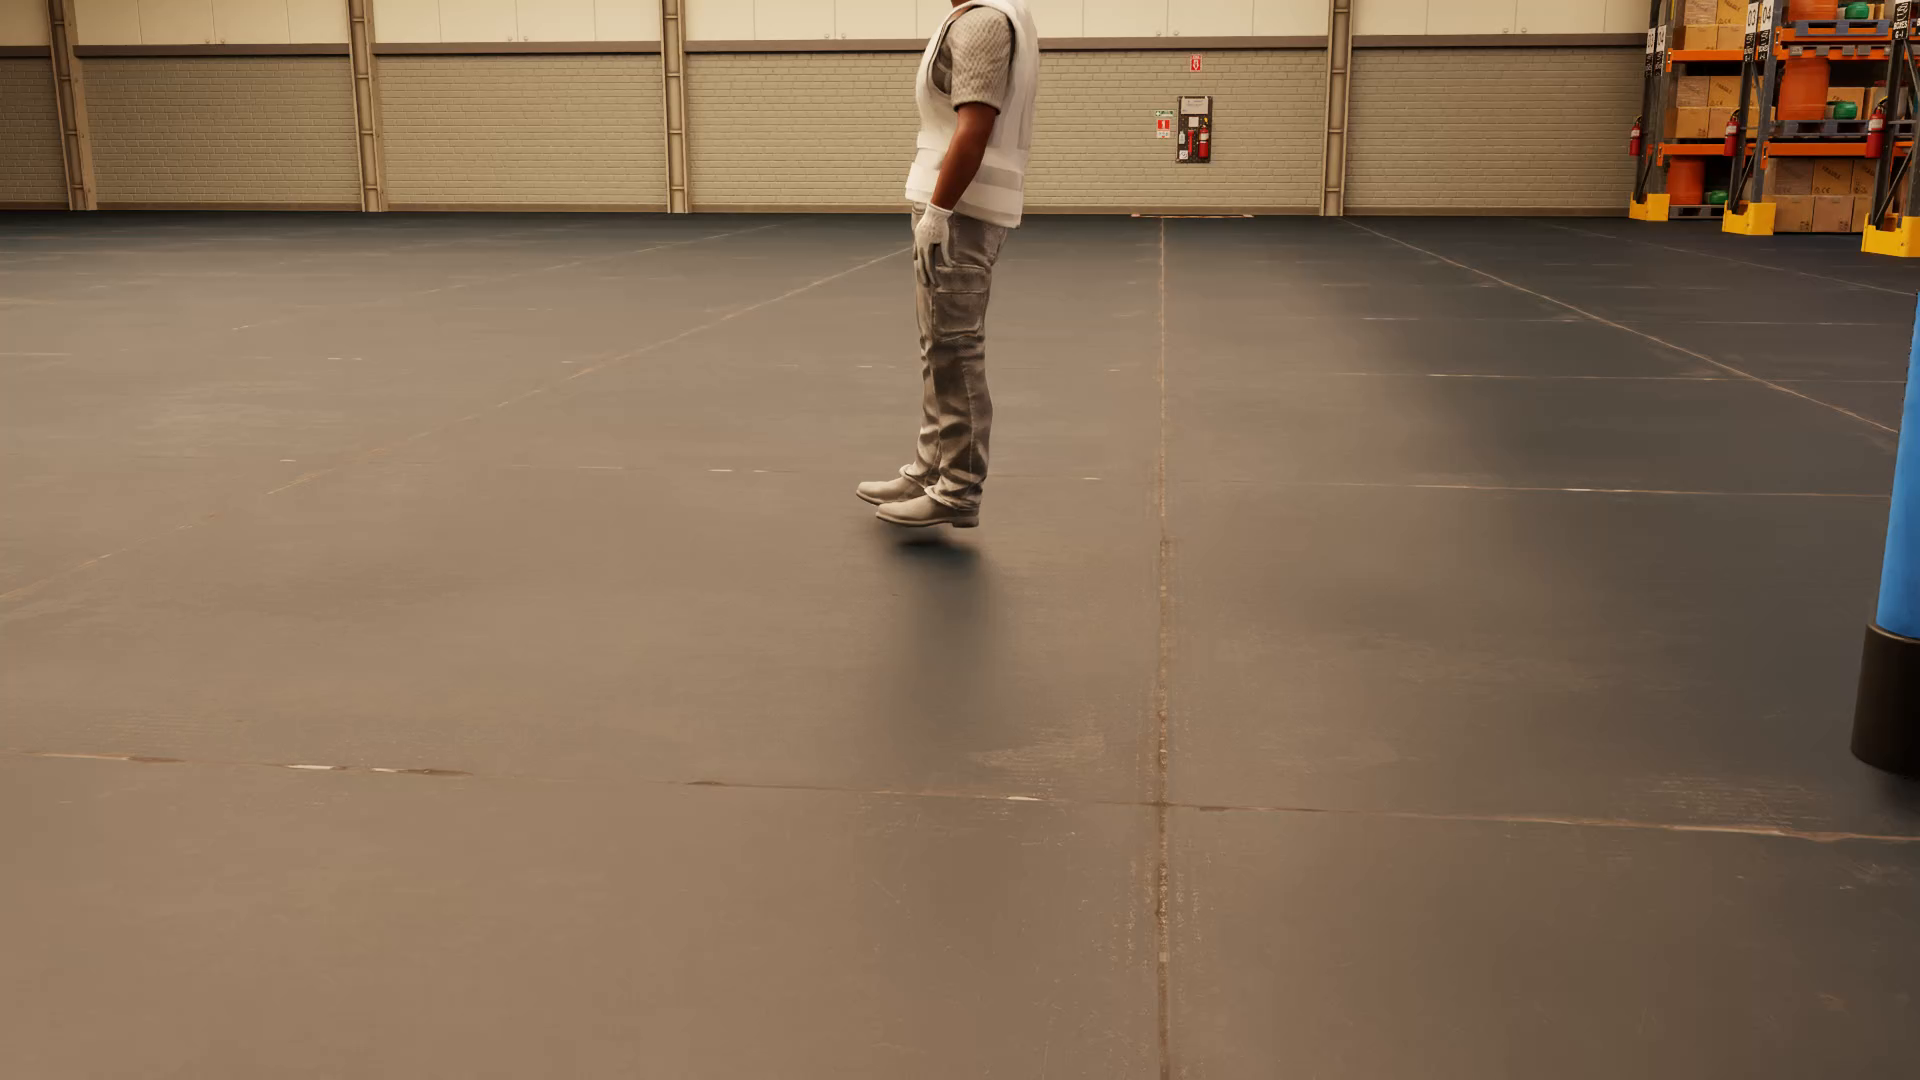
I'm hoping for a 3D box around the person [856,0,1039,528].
[{"bbox_3d":[-0.071,-0.918,4.749,0.575,1.784,0.657,2,13,7],"label":"person"}]

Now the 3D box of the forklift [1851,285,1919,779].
[{"bbox_3d":[3.034,-0.824,2.034,3.031,2.935,1.130,11,17,40],"label":"forklift"}]
